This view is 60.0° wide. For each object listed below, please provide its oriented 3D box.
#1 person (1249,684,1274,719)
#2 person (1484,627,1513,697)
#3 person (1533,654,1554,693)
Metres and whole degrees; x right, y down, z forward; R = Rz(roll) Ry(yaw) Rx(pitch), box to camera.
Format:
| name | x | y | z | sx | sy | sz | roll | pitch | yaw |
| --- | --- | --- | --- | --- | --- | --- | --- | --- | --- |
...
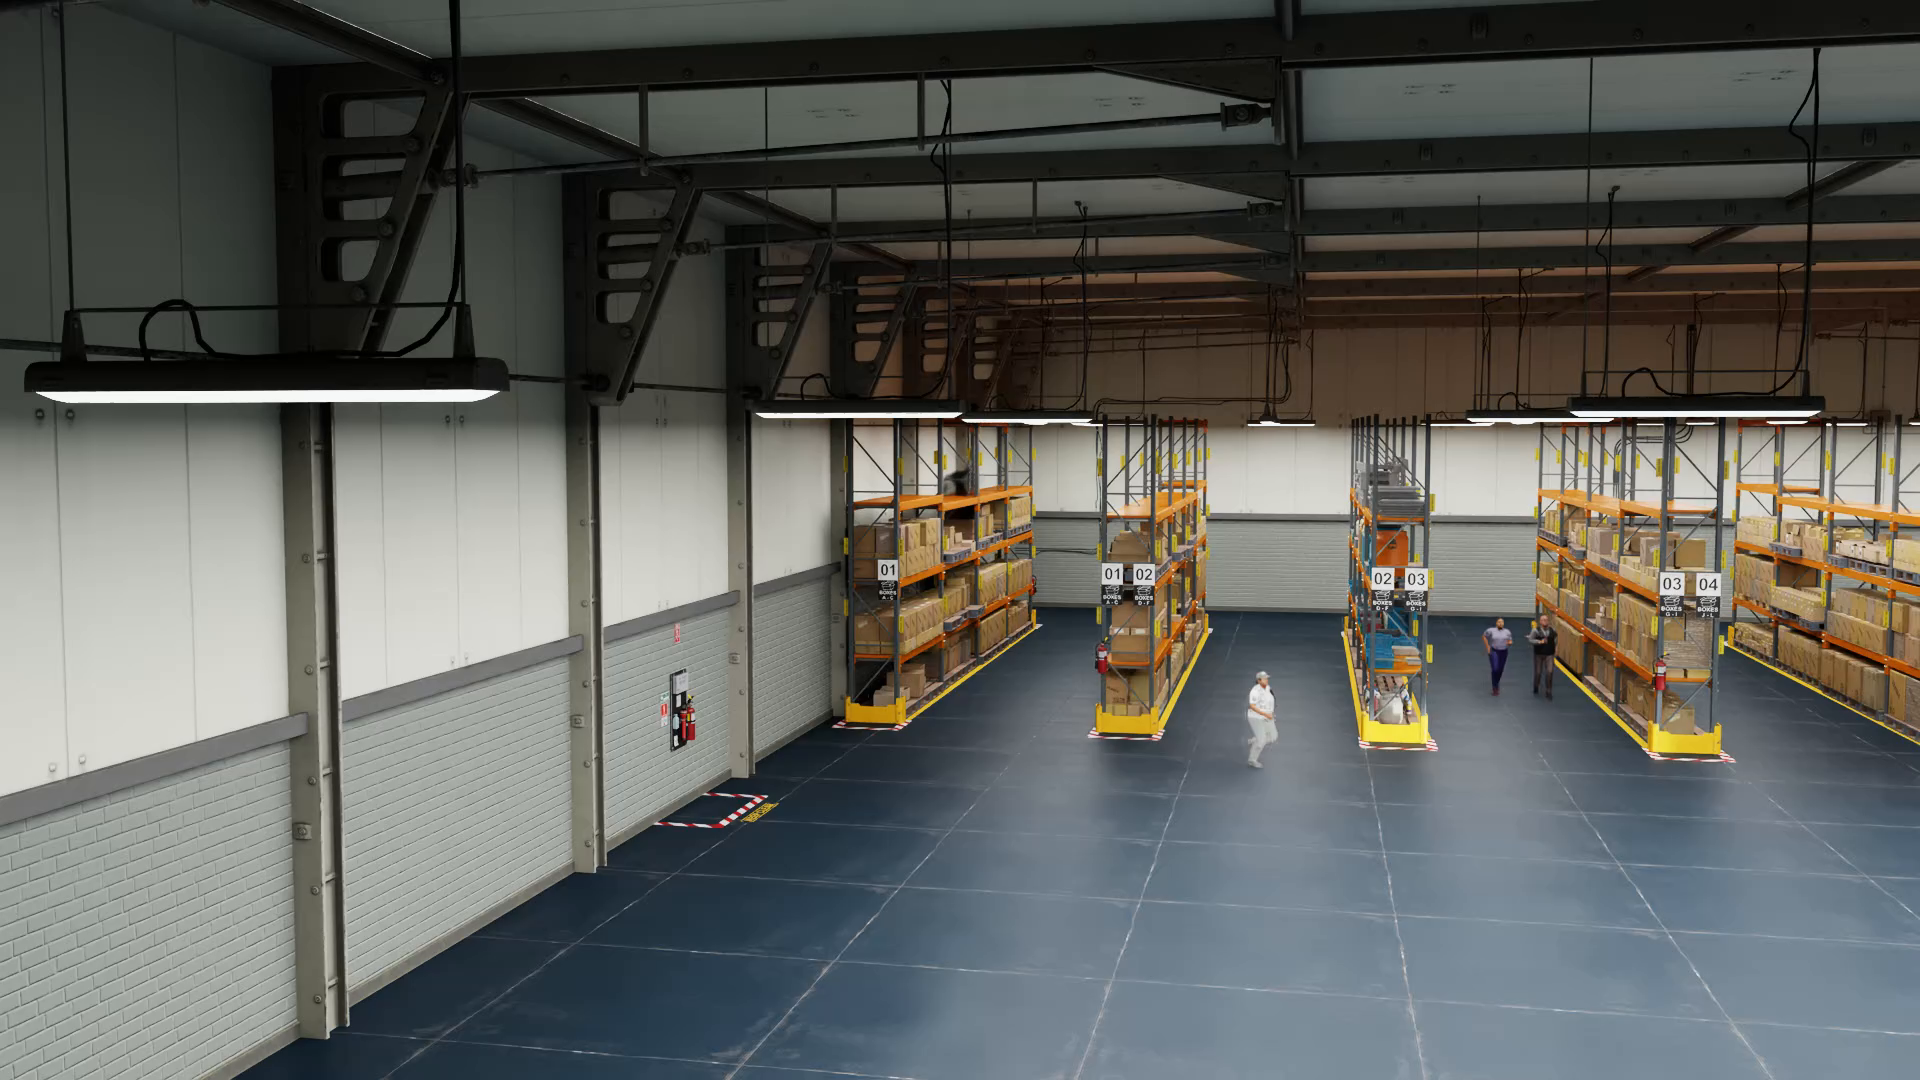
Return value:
| name | x | y | z | sx | sy | sz | roll | pitch | yaw |
| --- | --- | --- | --- | --- | --- | --- | --- | --- | --- |
| person | 5.121 | 2.720 | 28.242 | 0.591 | 0.584 | 0.350 | -4 | 5 | -45 |
| person | 11.647 | 2.614 | 35.997 | 0.563 | 1.513 | 0.742 | 0 | 4 | -1 |
| person | 12.454 | 2.767 | 35.530 | 0.413 | 0.937 | 0.706 | 0 | 4 | 7 |
